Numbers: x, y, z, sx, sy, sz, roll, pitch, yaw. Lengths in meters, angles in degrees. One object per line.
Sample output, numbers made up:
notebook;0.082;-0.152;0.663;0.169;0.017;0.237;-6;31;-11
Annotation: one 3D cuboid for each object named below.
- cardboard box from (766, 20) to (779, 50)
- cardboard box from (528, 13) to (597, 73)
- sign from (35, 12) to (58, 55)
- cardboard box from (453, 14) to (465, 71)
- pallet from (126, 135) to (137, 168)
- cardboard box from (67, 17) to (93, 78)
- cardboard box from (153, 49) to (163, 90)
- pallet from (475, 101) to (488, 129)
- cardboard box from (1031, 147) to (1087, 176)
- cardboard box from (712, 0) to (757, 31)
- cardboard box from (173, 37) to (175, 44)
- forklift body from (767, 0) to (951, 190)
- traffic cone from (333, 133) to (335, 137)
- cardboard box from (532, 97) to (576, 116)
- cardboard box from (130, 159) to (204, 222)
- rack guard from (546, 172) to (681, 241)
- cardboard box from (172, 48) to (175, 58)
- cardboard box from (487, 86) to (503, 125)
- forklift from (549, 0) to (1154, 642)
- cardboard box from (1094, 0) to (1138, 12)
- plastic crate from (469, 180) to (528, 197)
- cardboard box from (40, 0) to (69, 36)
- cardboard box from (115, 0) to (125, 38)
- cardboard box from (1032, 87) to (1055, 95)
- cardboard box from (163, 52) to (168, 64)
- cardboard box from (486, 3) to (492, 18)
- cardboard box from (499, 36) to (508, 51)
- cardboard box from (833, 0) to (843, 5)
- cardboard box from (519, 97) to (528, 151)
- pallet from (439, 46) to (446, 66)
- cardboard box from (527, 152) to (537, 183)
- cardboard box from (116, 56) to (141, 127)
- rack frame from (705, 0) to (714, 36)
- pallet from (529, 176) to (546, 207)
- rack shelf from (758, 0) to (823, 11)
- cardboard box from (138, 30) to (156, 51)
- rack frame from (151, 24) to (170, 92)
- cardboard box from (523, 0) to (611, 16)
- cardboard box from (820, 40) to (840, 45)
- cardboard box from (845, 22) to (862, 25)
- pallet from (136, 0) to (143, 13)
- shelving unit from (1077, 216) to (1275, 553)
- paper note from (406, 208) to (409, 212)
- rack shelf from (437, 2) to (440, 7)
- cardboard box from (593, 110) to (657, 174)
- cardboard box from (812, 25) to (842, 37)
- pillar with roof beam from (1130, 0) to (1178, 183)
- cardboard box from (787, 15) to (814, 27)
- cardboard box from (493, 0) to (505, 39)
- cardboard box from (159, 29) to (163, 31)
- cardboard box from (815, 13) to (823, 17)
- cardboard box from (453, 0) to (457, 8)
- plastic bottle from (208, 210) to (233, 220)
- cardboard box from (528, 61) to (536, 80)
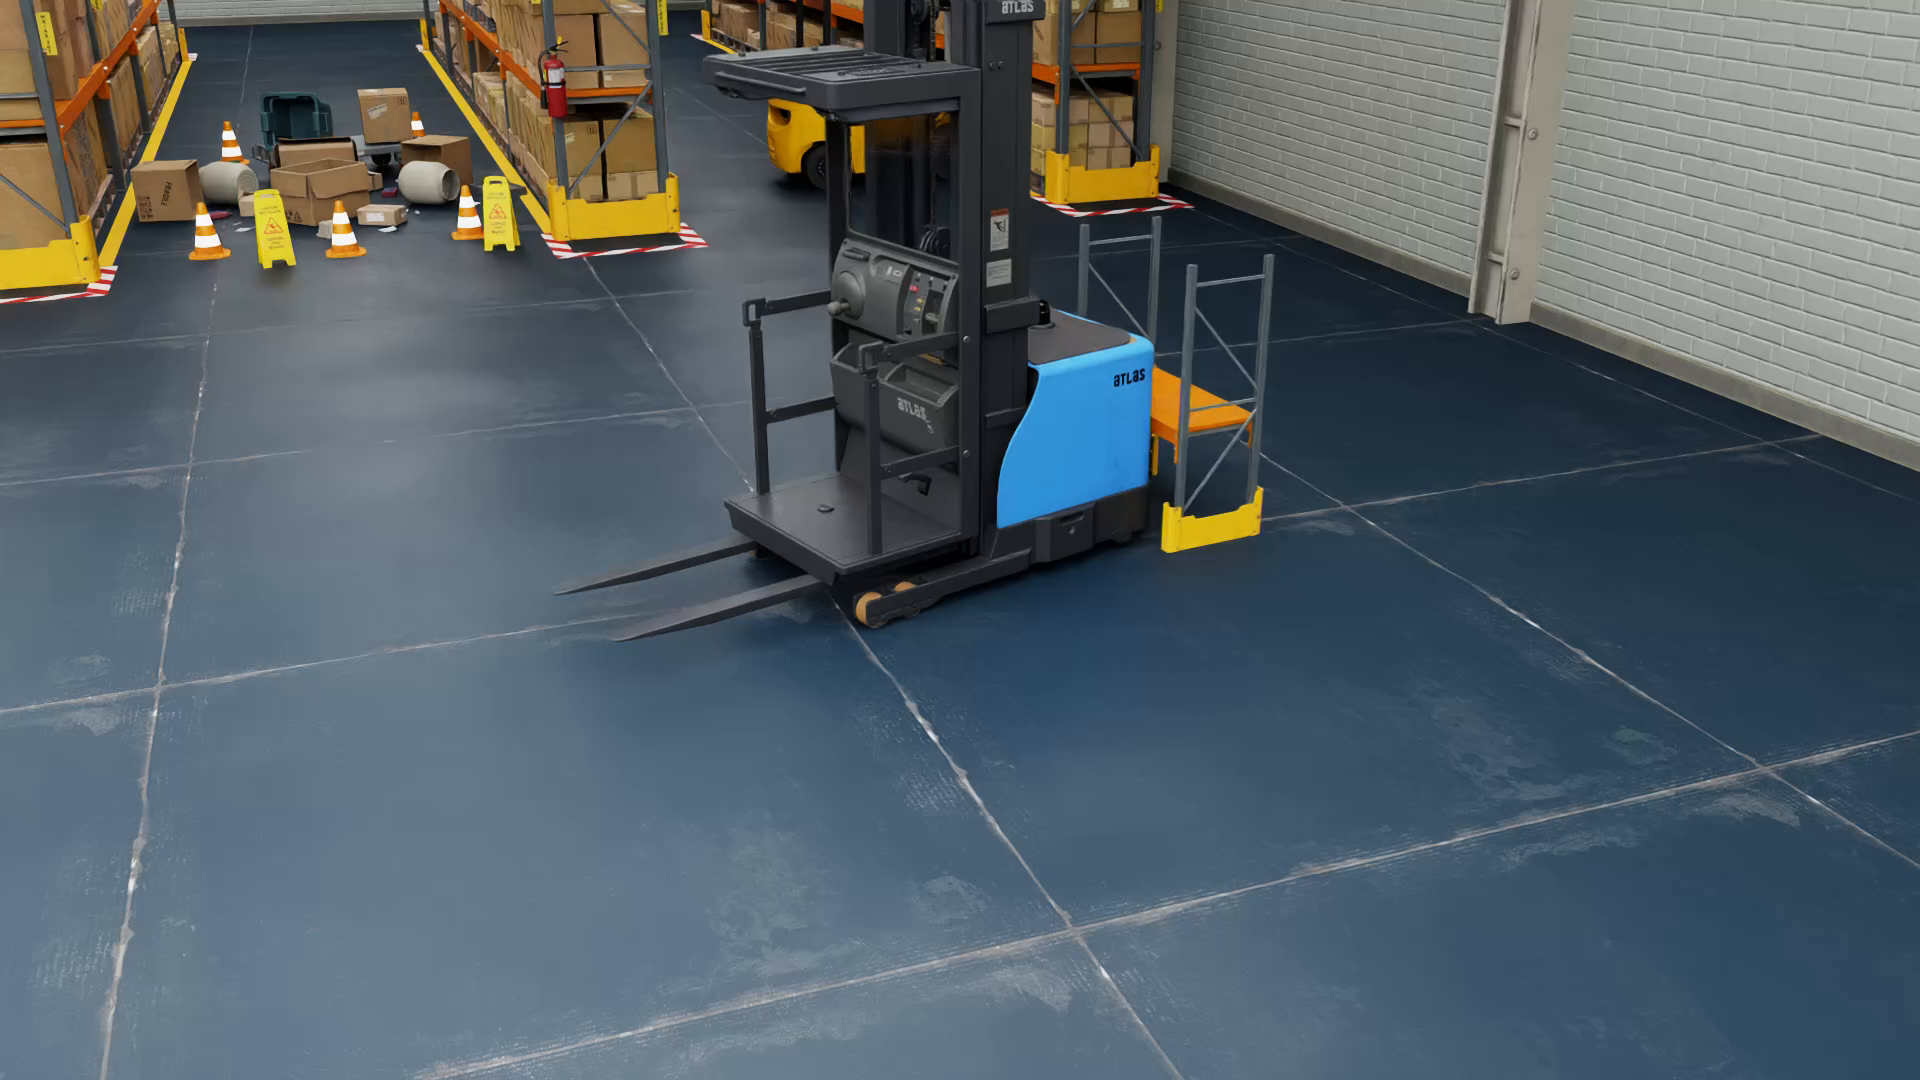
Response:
cardboard box;-2.826;-8.109;26.806;0.500;0.500;0.500;-7;24;-17
cardboard box;-3.639;-4.574;15.229;0.500;0.500;0.500;-9;24;-20
sign;-7.264;-4.025;13.222;0.100;0.325;0.005;-8;24;-19
cardboard box;-7.135;-7.592;25.096;0.875;0.875;0.875;-8;24;-17
pallet;-9.976;-4.398;18.914;1.003;0.211;1.213;-8;24;-19
cardboard box;-8.841;-4.709;15.868;0.875;0.550;0.550;-8;24;-19
cardboard box;-11.346;-6.497;22.980;0.500;0.500;0.500;-9;24;-20
pallet;-5.741;-5.569;21.692;1.003;0.211;1.213;-8;24;-19
cardboard box;0.991;-3.968;17.302;0.500;0.250;0.500;-8;24;-19
cardboard box;-4.072;-9.536;30.186;0.797;0.503;0.637;-9;25;-21
cardboard box;-12.798;-8.005;26.628;0.380;0.149;0.250;-9;25;-21
forklift body;-0.924;-4.962;17.753;2.313;2.155;1.214;-8;24;-19
traffic cone;-7.389;-4.743;19.407;0.336;0.463;0.334;-8;24;-19
cardboard box;-3.909;-4.182;16.009;0.380;0.149;0.250;-8;24;-17
cardboard box;-7.690;-3.395;16.159;0.500;0.500;0.500;-4;23;-10
rack guard;-3.217;-3.107;15.479;1.175;0.500;0.348;-8;24;-19
cardboard box;-12.610;-7.687;26.257;0.380;0.149;0.250;-9;25;-21
cardboard box;-5.295;-5.371;20.474;0.950;0.372;0.625;-8;24;-17
forklift;-0.482;-1.170;7.753;3.031;2.935;1.130;-17;28;-34
cardboard box;1.575;-5.418;16.779;0.380;0.149;0.250;-9;24;-20
plastic crate;-4.815;-3.657;17.323;0.402;0.080;0.583;-18;29;-37
cardboard box;-8.231;-4.632;14.294;0.875;0.550;0.550;-8;24;-19
cardboard box;-9.849;-5.979;18.944;0.500;0.500;0.500;-9;24;-20
cardboard box;0.812;-4.611;17.539;0.500;0.250;0.500;-8;24;-18
cardboard box;-11.853;-7.069;24.406;0.380;0.149;0.250;-7;24;-17
cardboard box;-5.244;-6.099;19.141;0.380;0.149;0.250;-9;24;-20
cardboard box;-4.792;-5.411;18.049;0.380;0.149;0.250;-8;24;-19
cardboard box;-1.445;-7.557;23.011;0.500;0.250;0.500;-8;24;-19
cardboard box;-4.265;-4.324;17.182;0.500;0.500;0.500;-7;24;-16
pallet;-8.059;-8.038;27.549;1.003;0.211;1.213;-8;24;-19
cardboard box;-4.093;-3.794;16.888;0.500;0.250;0.500;-9;25;-21
cardboard box;-10.480;-5.346;19.927;1.050;0.750;0.750;-9;24;-20
rack frame;-4.200;-10.728;30.340;1.000;3.000;0.127;-8;24;-19
pallet;-3.898;-3.717;17.297;1.003;0.211;1.213;-8;24;-19
rack shelf;-2.080;-8.216;25.308;1.077;0.370;4.000;-8;24;-19
cardboard box;-11.355;-6.839;22.826;0.500;0.250;0.500;-7;24;-16
rack frame;-12.024;-7.876;23.575;1.000;3.000;0.127;-8;24;-19
cardboard box;-3.574;-5.031;15.026;0.700;0.500;0.500;-9;24;-20
cardboard box;-1.724;-6.987;24.142;0.500;0.500;0.500;-8;24;-17
cardboard box;-1.507;-7.685;24.963;0.380;0.149;0.250;-10;25;-21
pallet;-11.349;-7.048;21.857;1.003;0.211;1.213;-8;24;-19
shelving unit;1.096;-0.860;8.861;0.587;1.500;1.083;-11;25;-25
paper note;-5.546;-3.258;16.455;0.148;0.019;0.142;0;23;-1
rack shelf;-8.135;-8.987;27.137;1.077;0.370;4.000;-8;24;-19
cardboard box;-3.225;-3.843;16.041;0.500;0.500;0.500;-9;25;-21
cardboard box;-1.962;-7.503;24.532;0.380;0.149;0.250;-9;25;-21
pillar with roof beam;-1.978;-7.465;14.874;9.100;9.000;0.400;-8;24;-19
cardboard box;-2.474;-8.073;25.884;0.380;0.149;0.250;-8;24;-19
cardboard box;-4.708;-5.670;17.829;0.500;0.500;0.500;-8;24;-19
cardboard box;-12.599;-7.846;25.868;0.380;0.149;0.250;-9;25;-21
cardboard box;-2.080;-8.249;26.303;0.380;0.149;0.250;-10;25;-22
cardboard box;-6.633;-7.401;22.641;0.500;0.250;0.500;-8;24;-18
plastic bottle;-7.231;-3.156;16.160;0.283;0.061;0.133;-18;29;-37
cardboard box;-3.905;-4.485;15.852;0.380;0.149;0.250;-8;24;-18
